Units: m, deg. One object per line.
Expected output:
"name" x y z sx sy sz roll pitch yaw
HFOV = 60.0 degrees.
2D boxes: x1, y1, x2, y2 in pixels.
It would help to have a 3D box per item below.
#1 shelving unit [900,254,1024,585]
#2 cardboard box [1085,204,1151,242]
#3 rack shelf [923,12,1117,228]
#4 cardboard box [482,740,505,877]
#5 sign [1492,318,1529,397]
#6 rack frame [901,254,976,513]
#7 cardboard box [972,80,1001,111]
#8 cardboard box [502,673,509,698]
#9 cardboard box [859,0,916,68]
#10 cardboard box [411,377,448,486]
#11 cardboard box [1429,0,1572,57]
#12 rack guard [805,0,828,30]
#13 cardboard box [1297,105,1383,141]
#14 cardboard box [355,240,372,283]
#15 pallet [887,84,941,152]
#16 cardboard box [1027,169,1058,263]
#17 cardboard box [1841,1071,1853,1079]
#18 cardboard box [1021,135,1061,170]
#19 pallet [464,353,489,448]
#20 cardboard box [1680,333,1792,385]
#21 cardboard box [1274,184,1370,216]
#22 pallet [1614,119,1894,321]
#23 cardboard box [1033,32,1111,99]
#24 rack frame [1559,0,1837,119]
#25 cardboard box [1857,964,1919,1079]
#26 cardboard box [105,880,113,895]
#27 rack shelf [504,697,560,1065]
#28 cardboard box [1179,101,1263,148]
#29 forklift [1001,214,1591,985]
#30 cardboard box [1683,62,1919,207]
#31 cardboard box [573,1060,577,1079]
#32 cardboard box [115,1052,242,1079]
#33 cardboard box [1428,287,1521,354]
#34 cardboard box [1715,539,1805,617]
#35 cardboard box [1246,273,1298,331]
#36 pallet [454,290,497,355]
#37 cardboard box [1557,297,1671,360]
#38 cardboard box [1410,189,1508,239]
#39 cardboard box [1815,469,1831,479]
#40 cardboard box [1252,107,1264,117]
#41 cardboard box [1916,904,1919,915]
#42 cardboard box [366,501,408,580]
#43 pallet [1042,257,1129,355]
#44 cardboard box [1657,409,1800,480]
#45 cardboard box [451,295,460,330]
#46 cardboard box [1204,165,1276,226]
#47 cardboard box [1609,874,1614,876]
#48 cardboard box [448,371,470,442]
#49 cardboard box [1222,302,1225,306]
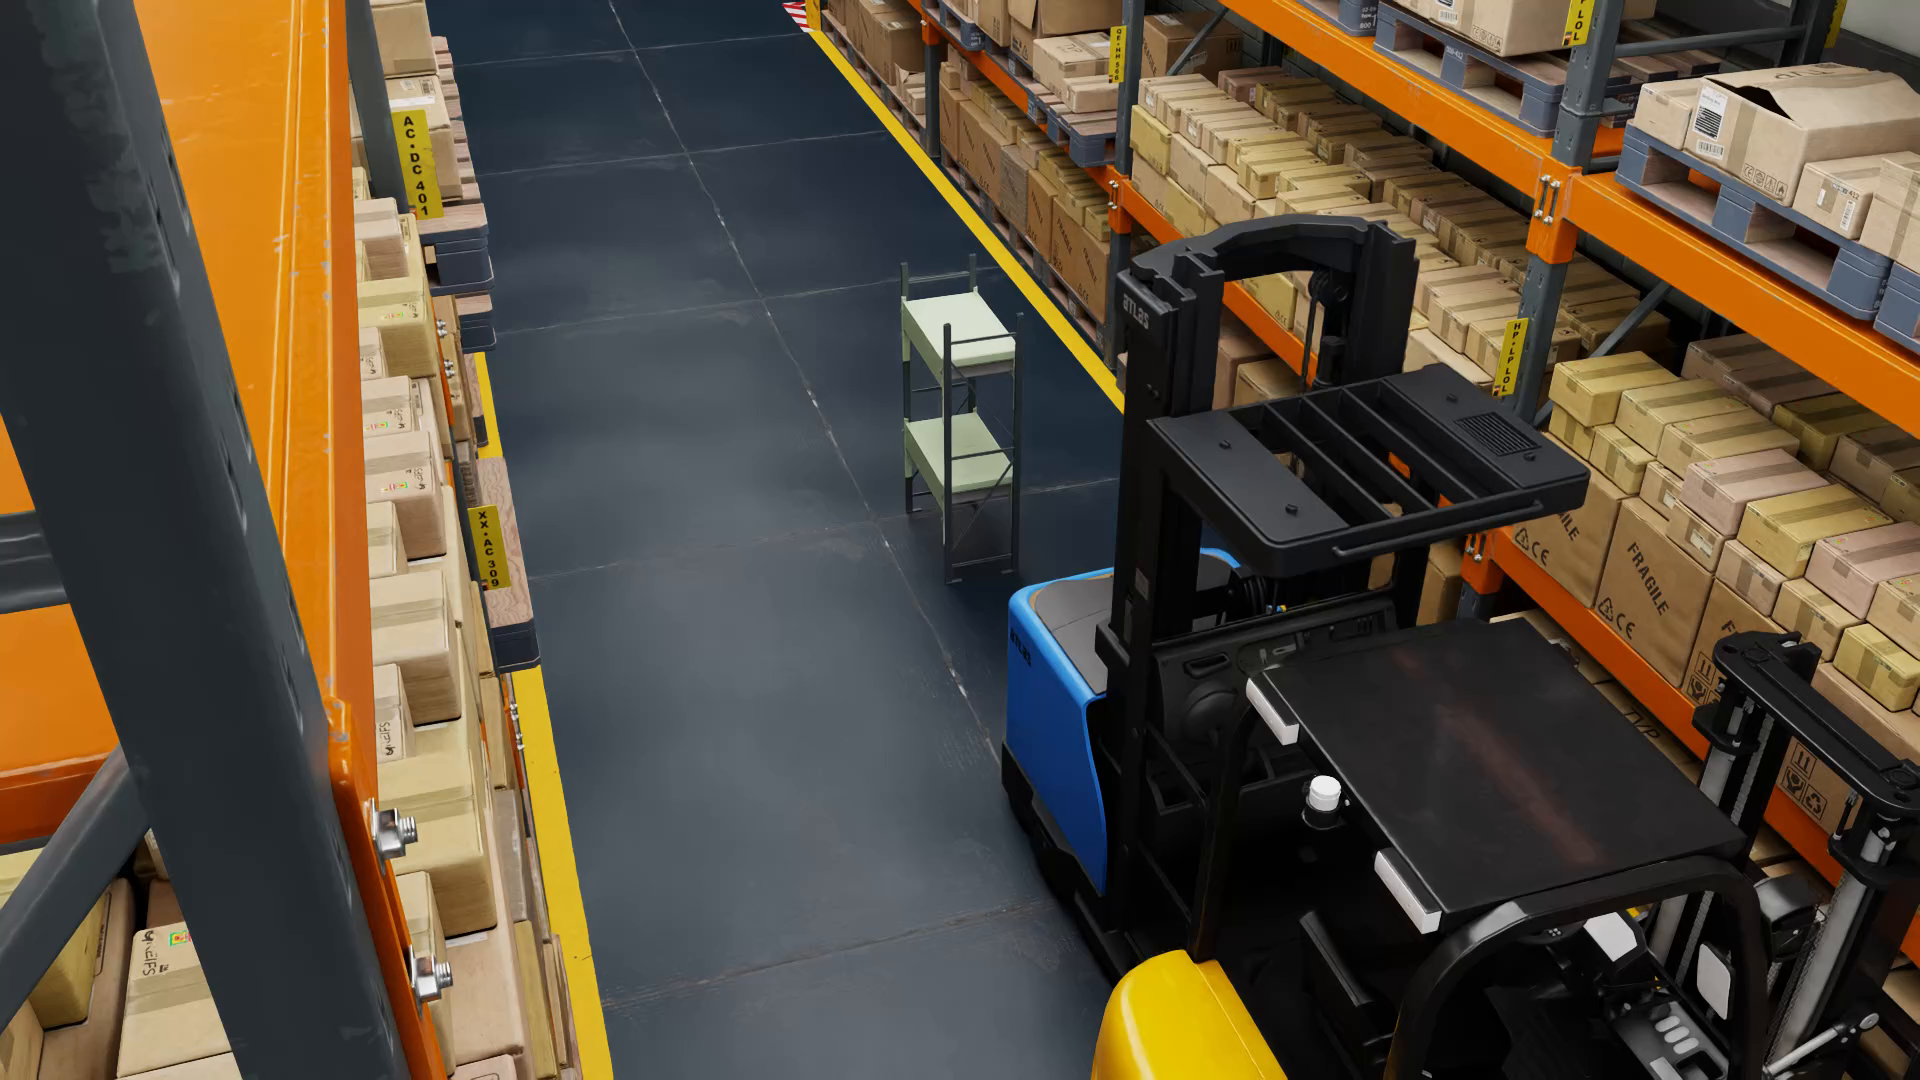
"shelving unit" 0.002 -0.622 8.651 0.431 1.500 0.755 -10 35 -15
"cardboard box" 1.035 -2.072 10.782 0.380 0.149 0.250 -12 35 -17
"rack shelf" 0.817 -3.202 11.847 1.077 0.370 4.000 -10 35 -15
"cardboard box" -1.049 0.532 3.051 0.380 0.149 0.250 -10 35 -14
"sign" 2.133 -0.706 6.438 0.100 0.325 0.005 -10 35 -15
"rack frame" -0.110 -0.814 8.941 0.400 1.500 0.023 -10 35 -15
"cardboard box" 0.310 -3.457 12.878 0.380 0.149 0.250 -12 35 -17
"cardboard box" -2.464 0.754 7.210 0.950 0.372 0.625 -8 34 -12
"cardboard box" -0.627 -4.698 15.345 0.500 0.500 0.500 -9 35 -14
"cardboard box" -1.391 -0.107 3.655 0.500 0.250 0.500 -11 35 -16
"cardboard box" 2.194 -2.122 6.449 0.500 0.311 0.500 -11 35 -16
"rack guard" -0.990 -5.570 17.045 1.175 0.500 0.348 -10 35 -15
"cardboard box" 2.067 -2.246 9.068 0.380 0.149 0.250 -11 35 -16
"cardboard box" -1.628 -0.590 4.025 0.380 0.149 0.250 -9 35 -14
"pallet" -0.002 -3.749 14.552 1.003 0.211 1.213 -10 35 -15
"cardboard box" 0.788 -2.309 11.730 0.500 0.500 0.500 -9 34 -13
"cardboard box" 3.101 1.776 5.321 0.500 0.250 0.500 -11 35 -16
"cardboard box" 0.657 -2.773 11.843 0.380 0.149 0.250 -12 35 -17
"pallet" -3.468 -0.879 10.208 1.003 0.211 1.213 -10 35 -15
"cardboard box" 3.032 -0.672 6.416 0.380 0.149 0.250 -10 35 -15
"cardboard box" 1.759 -1.598 8.089 0.380 0.149 0.250 -11 35 -16
"pallet" 2.932 -1.123 5.408 1.003 0.211 1.213 -10 35 -15
"cardboard box" 0.797 -3.064 10.741 0.500 0.250 0.500 -12 35 -17
"rack frame" 2.647 -2.855 5.227 1.000 3.000 0.127 -10 35 -15
"cardboard box" 3.105 1.583 5.159 0.500 0.250 0.500 -10 35 -14
"cardboard box" -1.477 0.433 2.477 0.380 0.149 0.250 -10 35 -15
"rack shelf" -1.469 1.835 4.224 1.077 0.370 4.000 -10 35 -15
"cardboard box" 1.429 -2.277 9.116 0.380 0.149 0.250 -9 35 -13
"forklift" 1.187 0.537 5.598 1.130 2.935 3.031 -12 35 -18
"cardboard box" 2.669 -1.305 5.213 0.500 0.311 0.500 -9 35 -14
"cardboard box" -1.471 2.000 5.436 0.500 0.250 0.500 -11 35 -16
"cardboard box" -0.865 0.755 1.990 0.380 0.149 0.250 -10 35 -15
"cardboard box" 2.235 -0.939 7.090 0.380 0.149 0.250 -11 35 -15
"cardboard box" 2.763 0.095 5.526 0.380 0.149 0.250 -10 35 -15
"cardboard box" 1.799 -1.309 8.465 0.500 0.250 0.500 -9 34 -13
"pallet" -2.980 -1.179 8.307 1.213 0.211 1.003 -10 35 -15
"cardboard box" 2.744 -0.885 7.009 0.380 0.149 0.250 -11 35 -16
"cardboard box" 2.406 -1.563 8.035 0.380 0.149 0.250 -10 35 -15
"cardboard box" 3.172 -0.273 6.083 0.380 0.149 0.250 -9 35 -14
"cardboard box" 1.829 -2.409 9.677 0.500 0.250 0.500 -9 35 -14
"cardboard box" 3.161 0.949 4.821 0.500 0.500 0.500 -11 35 -16
"cardboard box" -1.207 0.080 3.011 0.380 0.149 0.250 -9 35 -14
"pallet" 1.235 -1.687 11.431 1.003 0.211 1.213 -10 35 -15
"cardboard box" 2.714 -0.317 5.879 0.380 0.149 0.250 -11 35 -16
"cardboard box" -2.572 -1.230 7.469 0.500 0.500 0.500 -12 35 -18
"cardboard box" 1.624 -1.783 8.730 0.500 0.250 0.500 -11 35 -16
"cardboard box" 2.649 1.194 6.655 0.500 0.250 0.500 -11 35 -16
"cardboard box" -1.886 -0.433 5.675 0.380 0.149 0.250 -10 35 -15
"cardboard box" 1.604 -1.307 10.099 0.875 0.625 0.625 -9 34 -13
